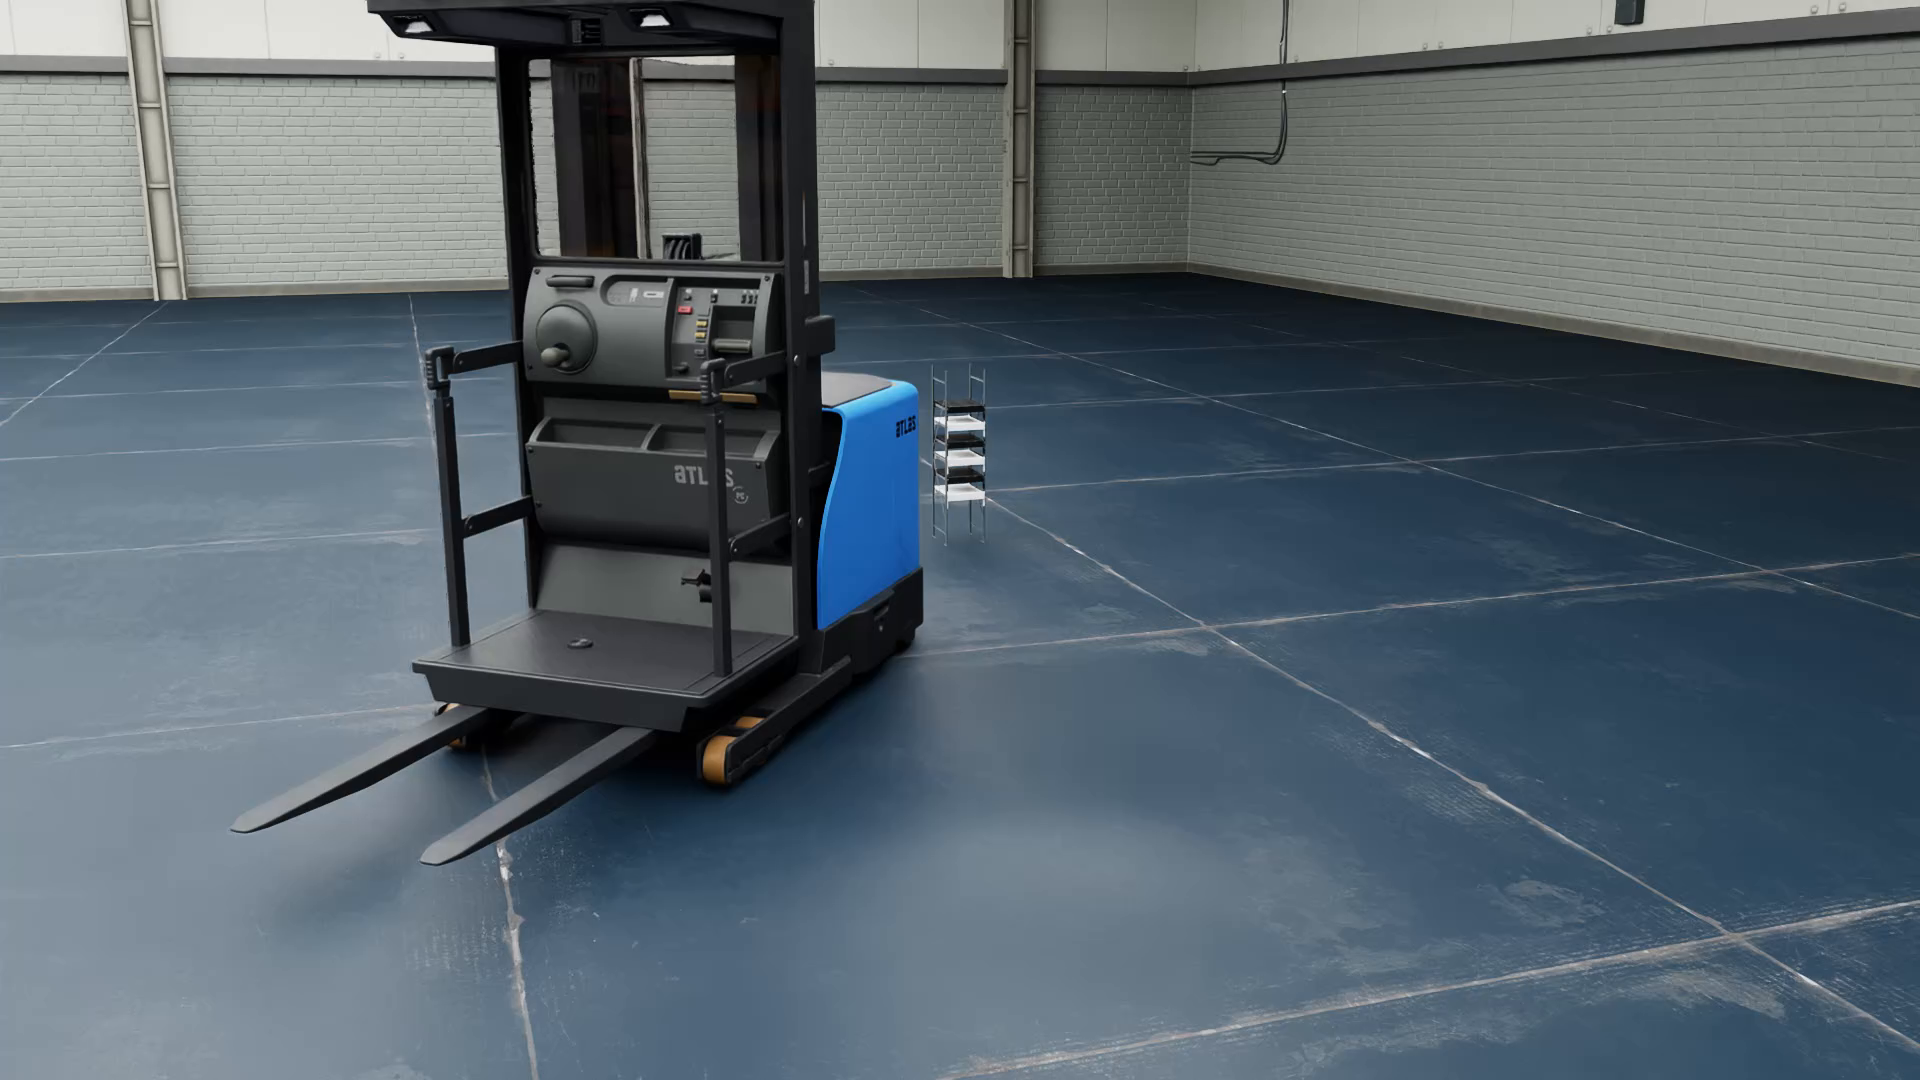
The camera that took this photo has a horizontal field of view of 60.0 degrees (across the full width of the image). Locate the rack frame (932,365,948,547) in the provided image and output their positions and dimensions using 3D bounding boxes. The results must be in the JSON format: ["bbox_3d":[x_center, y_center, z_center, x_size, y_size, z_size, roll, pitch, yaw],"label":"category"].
[{"bbox_3d":[-0.104,-0.430,8.505,0.006,0.900,0.240,-4,14,-18],"label":"rack frame"}]

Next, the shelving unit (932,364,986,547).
[{"bbox_3d":[-0.008,-0.437,8.536,0.210,0.900,0.258,-4,14,-18],"label":"shelving unit"}]

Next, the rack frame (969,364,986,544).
[{"bbox_3d":[0.089,-0.445,8.568,0.006,0.900,0.240,-4,14,-18],"label":"rack frame"}]

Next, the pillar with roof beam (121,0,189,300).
[{"bbox_3d":[-9.106,-6.638,17.102,0.400,9.000,9.100,-4,14,-18],"label":"pillar with roof beam"}]

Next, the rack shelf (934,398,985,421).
[{"bbox_3d":[-0.008,-0.667,8.481,0.200,0.077,0.258,-4,14,-18],"label":"rack shelf"}]

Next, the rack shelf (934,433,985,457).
[{"bbox_3d":[-0.008,-0.492,8.523,0.200,0.077,0.258,-4,14,-18],"label":"rack shelf"}]

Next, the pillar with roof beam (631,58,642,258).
[{"bbox_3d":[-3.419,-7.081,18.964,0.400,9.000,9.100,-4,14,-18],"label":"pillar with roof beam"}]

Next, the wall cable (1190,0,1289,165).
[{"bbox_3d":[4.108,-6.884,24.849,0.112,2.526,3.097,-4,14,-18],"label":"wall cable"}]

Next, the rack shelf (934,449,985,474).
[{"bbox_3d":[-0.008,-0.405,8.544,0.200,0.077,0.258,-4,14,-18],"label":"rack shelf"}]

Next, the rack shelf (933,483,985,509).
[{"bbox_3d":[-0.008,-0.230,8.586,0.200,0.077,0.258,-4,14,-18],"label":"rack shelf"}]

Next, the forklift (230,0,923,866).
[{"bbox_3d":[-1.128,-0.742,5.428,1.130,2.935,3.031,5,14,19],"label":"forklift"}]

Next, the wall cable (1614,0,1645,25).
[{"bbox_3d":[7.121,-7.966,15.338,0.169,6.003,2.305,-4,14,-18],"label":"wall cable"}]

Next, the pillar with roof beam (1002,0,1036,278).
[{"bbox_3d":[2.267,-7.523,20.826,0.400,9.000,9.100,-4,14,-18],"label":"pillar with roof beam"}]

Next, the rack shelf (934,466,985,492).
[{"bbox_3d":[-0.008,-0.317,8.565,0.200,0.077,0.258,-4,14,-18],"label":"rack shelf"}]

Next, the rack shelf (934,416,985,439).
[{"bbox_3d":[-0.008,-0.580,8.502,0.200,0.077,0.258,-4,14,-18],"label":"rack shelf"}]
